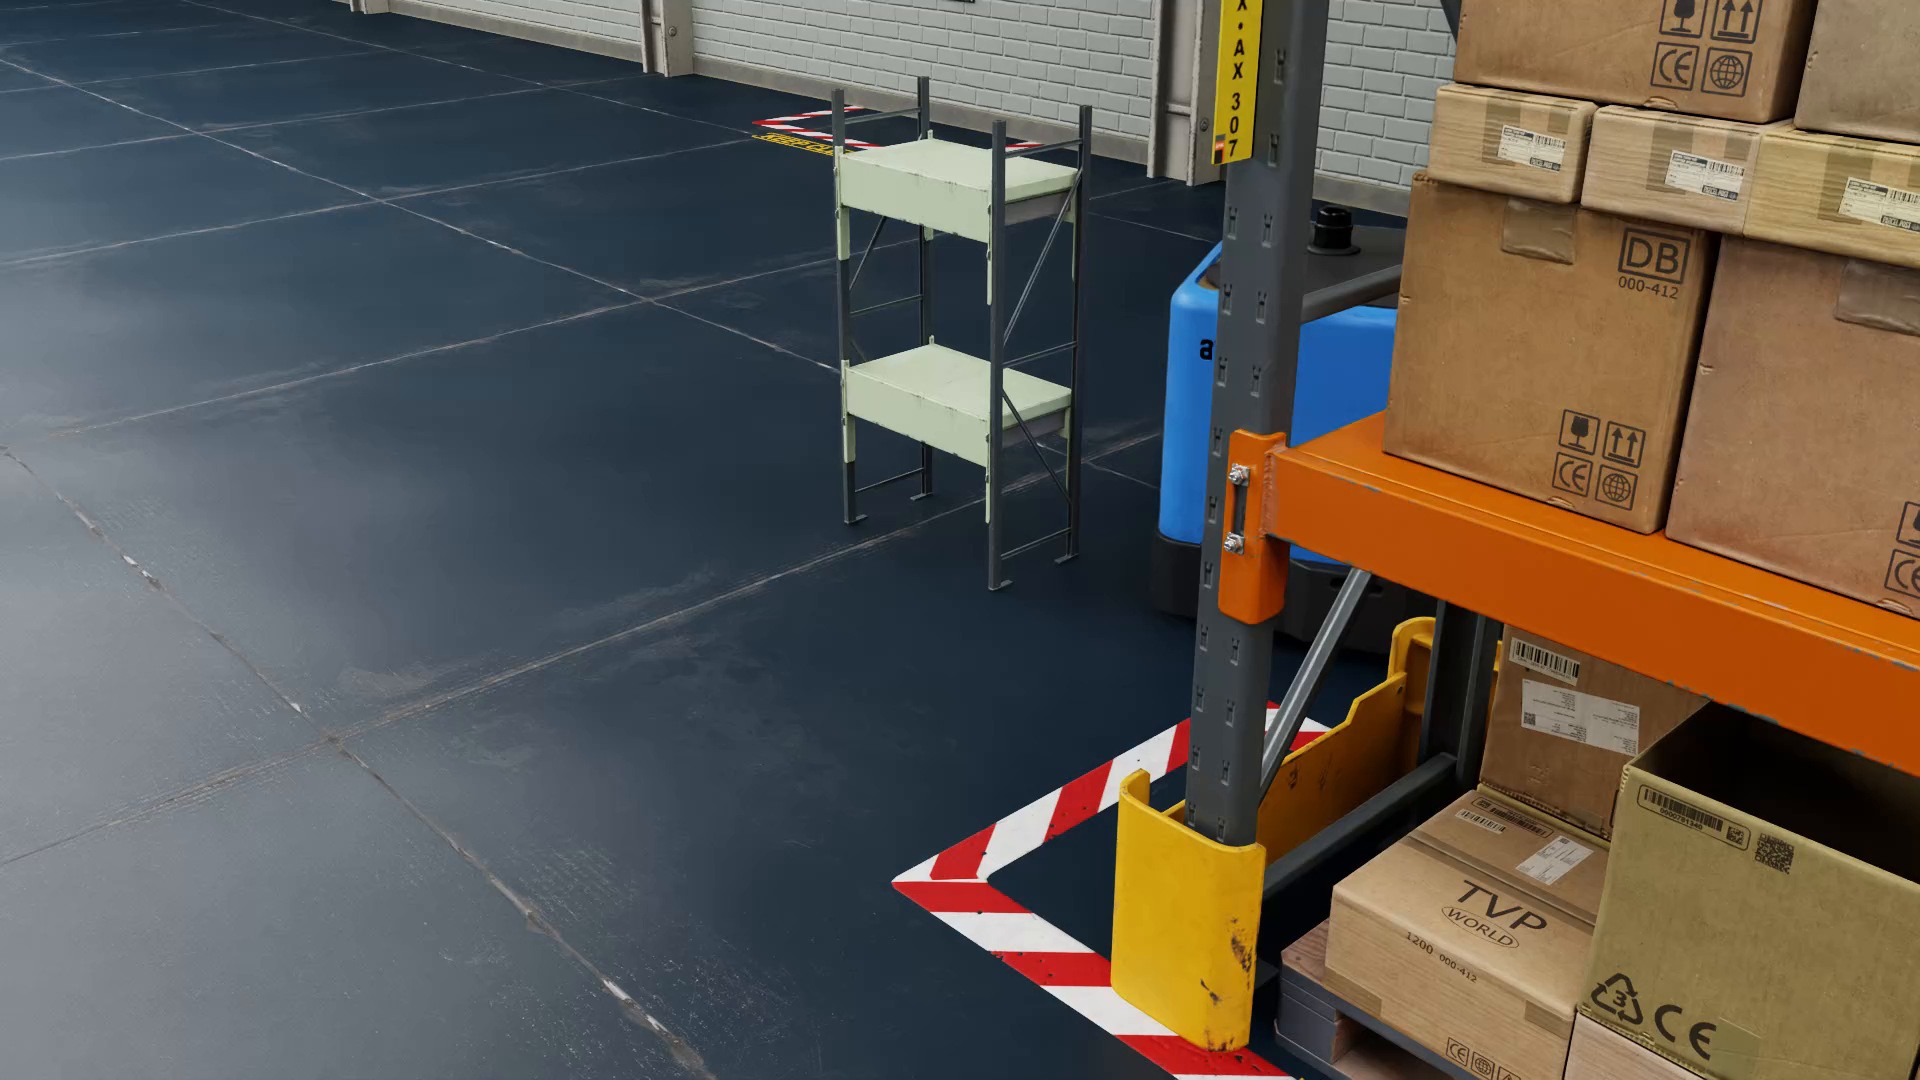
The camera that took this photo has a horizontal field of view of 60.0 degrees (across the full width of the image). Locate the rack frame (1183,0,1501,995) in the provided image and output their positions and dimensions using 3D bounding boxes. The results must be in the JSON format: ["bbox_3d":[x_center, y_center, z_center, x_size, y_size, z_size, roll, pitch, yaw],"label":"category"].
[{"bbox_3d":[0.862,-0.505,3.244,1.000,3.000,0.127,-21,32,-38],"label":"rack frame"}]

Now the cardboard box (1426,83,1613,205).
[{"bbox_3d":[0.973,-0.666,2.694,0.380,0.149,0.250,-22,32,-39],"label":"cardboard box"}]

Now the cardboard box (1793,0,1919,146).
[{"bbox_3d":[1.572,-0.822,2.255,0.700,0.500,0.500,-22,33,-40],"label":"cardboard box"}]

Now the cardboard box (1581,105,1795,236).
[{"bbox_3d":[1.156,-0.587,2.520,0.380,0.149,0.250,-22,33,-40],"label":"cardboard box"}]

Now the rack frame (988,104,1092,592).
[{"bbox_3d":[0.246,-0.573,5.200,0.400,1.500,0.023,-21,32,-38],"label":"rack frame"}]

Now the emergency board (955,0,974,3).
[{"bbox_3d":[-0.169,-4.530,12.066,0.157,1.169,0.626,-21,32,-38],"label":"emergency board"}]

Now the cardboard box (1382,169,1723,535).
[{"bbox_3d":[1.172,-0.406,2.905,0.700,0.500,0.500,-21,32,-38],"label":"cardboard box"}]

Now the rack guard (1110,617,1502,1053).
[{"bbox_3d":[0.846,0.625,3.779,1.175,0.500,0.348,-21,32,-38],"label":"rack guard"}]

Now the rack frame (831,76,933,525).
[{"bbox_3d":[-0.255,-0.795,5.686,0.400,1.500,0.023,-21,32,-38],"label":"rack frame"}]

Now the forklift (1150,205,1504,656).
[{"bbox_3d":[2.163,-1.040,4.497,3.031,2.935,1.130,9,26,18],"label":"forklift"}]

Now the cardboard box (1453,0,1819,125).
[{"bbox_3d":[1.208,-0.980,2.601,0.700,0.500,0.500,-21,32,-38],"label":"cardboard box"}]

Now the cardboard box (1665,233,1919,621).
[{"bbox_3d":[1.534,-0.248,2.559,0.700,0.500,0.500,-20,31,-37],"label":"cardboard box"}]

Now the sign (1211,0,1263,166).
[{"bbox_3d":[0.453,-0.780,2.707,0.100,0.325,0.005,-21,32,-38],"label":"sign"}]

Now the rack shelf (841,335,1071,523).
[{"bbox_3d":[-0.005,-0.388,5.578,0.431,0.370,0.720,-21,32,-38],"label":"rack shelf"}]

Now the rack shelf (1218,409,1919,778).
[{"bbox_3d":[2.229,0.428,2.065,1.077,0.370,4.000,-21,32,-38],"label":"rack shelf"}]

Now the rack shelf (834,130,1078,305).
[{"bbox_3d":[-0.005,-1.039,5.281,0.431,0.370,0.720,-21,32,-38],"label":"rack shelf"}]

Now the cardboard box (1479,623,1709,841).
[{"bbox_3d":[1.446,0.291,3.401,0.500,0.500,0.500,-21,32,-38],"label":"cardboard box"}]

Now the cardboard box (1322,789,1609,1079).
[{"bbox_3d":[1.066,0.780,3.233,0.500,0.250,0.500,-21,32,-38],"label":"cardboard box"}]

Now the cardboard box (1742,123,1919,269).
[{"bbox_3d":[1.325,-0.511,2.354,0.380,0.149,0.250,-21,32,-38],"label":"cardboard box"}]

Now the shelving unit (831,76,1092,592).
[{"bbox_3d":[-0.005,-0.684,5.443,0.431,1.500,0.755,-21,32,-38],"label":"shelving unit"}]

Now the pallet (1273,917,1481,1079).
[{"bbox_3d":[1.415,0.983,3.341,1.003,0.211,1.213,-21,32,-38],"label":"pallet"}]

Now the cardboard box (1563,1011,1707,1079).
[{"bbox_3d":[1.411,0.931,2.903,0.500,0.250,0.500,-21,32,-38],"label":"cardboard box"}]

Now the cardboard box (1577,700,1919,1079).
[{"bbox_3d":[1.409,0.590,2.746,0.500,0.500,0.500,-21,32,-38],"label":"cardboard box"}]

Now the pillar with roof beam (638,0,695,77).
[{"bbox_3d":[-5.759,-7.089,10.447,9.100,9.000,0.400,-21,32,-38],"label":"pillar with roof beam"}]

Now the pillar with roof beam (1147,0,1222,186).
[{"bbox_3d":[-1.658,-5.271,6.462,9.100,9.000,0.400,-21,32,-38],"label":"pillar with roof beam"}]

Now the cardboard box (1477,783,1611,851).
[{"bbox_3d":[1.444,0.633,3.555,0.500,0.250,0.500,-21,32,-38],"label":"cardboard box"}]

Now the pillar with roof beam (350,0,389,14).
[{"bbox_3d":[-9.860,-8.907,14.432,9.100,9.000,0.400,-21,32,-38],"label":"pillar with roof beam"}]
